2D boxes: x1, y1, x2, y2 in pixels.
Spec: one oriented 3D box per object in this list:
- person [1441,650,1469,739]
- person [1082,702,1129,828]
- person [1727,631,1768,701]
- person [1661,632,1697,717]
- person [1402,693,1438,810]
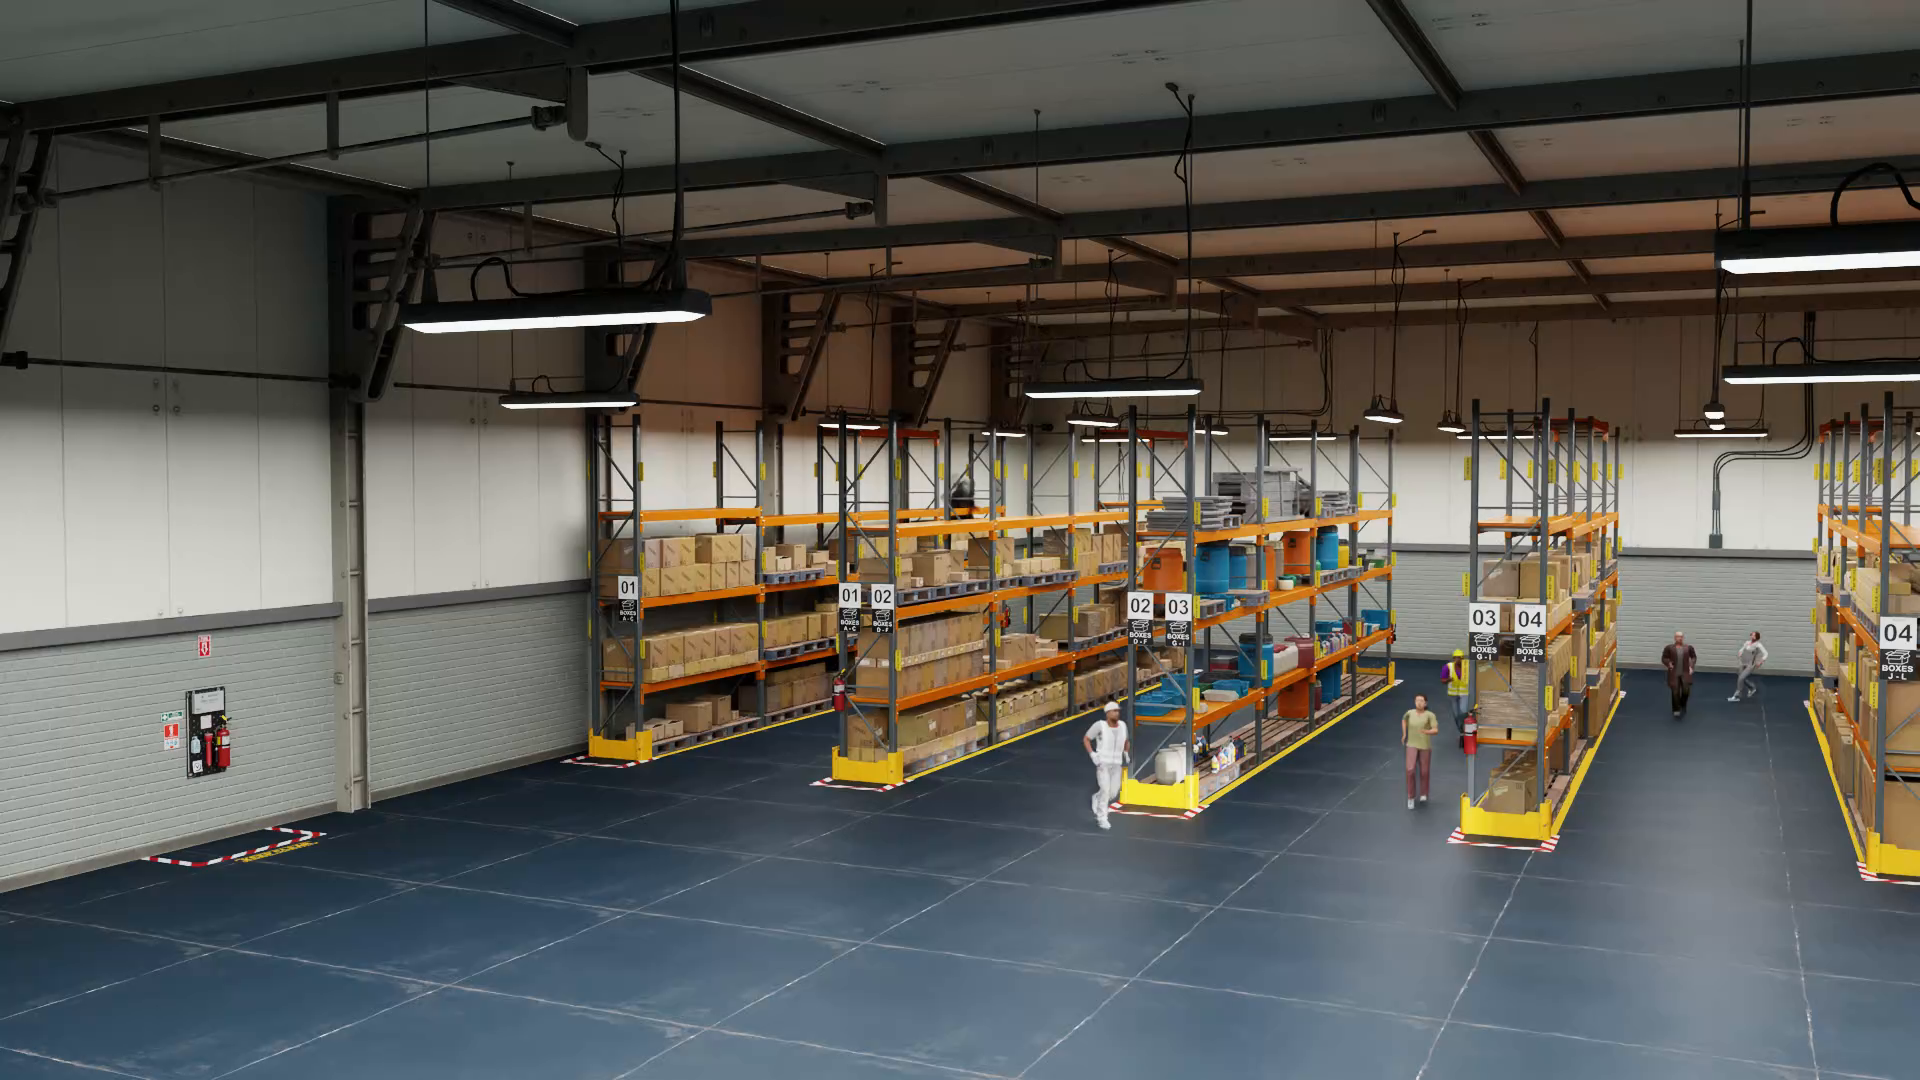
[{"bbox_3d":[9.221,2.862,30.663,0.667,1.705,0.822,1,3,26],"label":"person"},{"bbox_3d":[2.104,3.180,23.669,0.731,1.748,0.667,-1,3,-22],"label":"person"},{"bbox_3d":[17.097,2.740,36.048,0.775,1.538,0.609,-1,2,-17],"label":"person"},{"bbox_3d":[14.615,2.735,33.777,0.682,1.736,0.651,1,2,19],"label":"person"},{"bbox_3d":[6.869,3.143,24.861,0.547,1.725,0.734,1,3,21],"label":"person"}]
